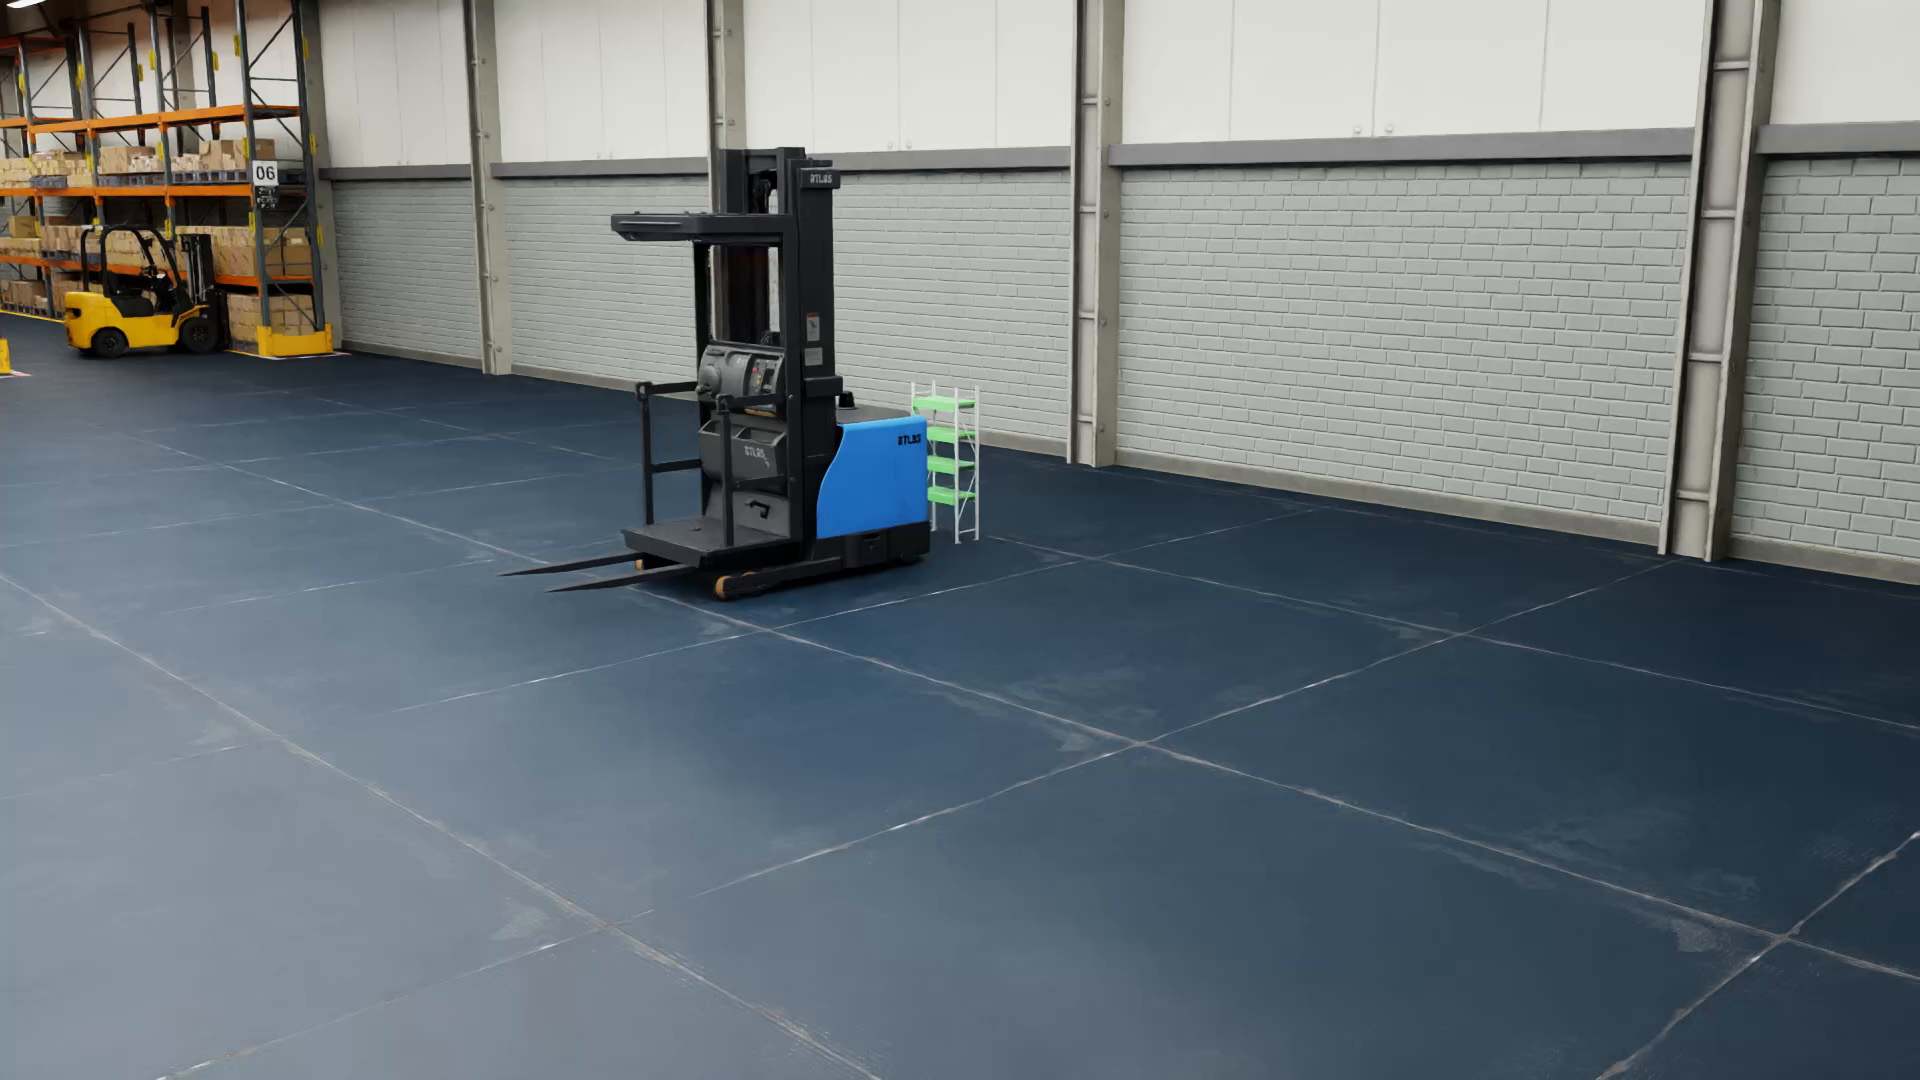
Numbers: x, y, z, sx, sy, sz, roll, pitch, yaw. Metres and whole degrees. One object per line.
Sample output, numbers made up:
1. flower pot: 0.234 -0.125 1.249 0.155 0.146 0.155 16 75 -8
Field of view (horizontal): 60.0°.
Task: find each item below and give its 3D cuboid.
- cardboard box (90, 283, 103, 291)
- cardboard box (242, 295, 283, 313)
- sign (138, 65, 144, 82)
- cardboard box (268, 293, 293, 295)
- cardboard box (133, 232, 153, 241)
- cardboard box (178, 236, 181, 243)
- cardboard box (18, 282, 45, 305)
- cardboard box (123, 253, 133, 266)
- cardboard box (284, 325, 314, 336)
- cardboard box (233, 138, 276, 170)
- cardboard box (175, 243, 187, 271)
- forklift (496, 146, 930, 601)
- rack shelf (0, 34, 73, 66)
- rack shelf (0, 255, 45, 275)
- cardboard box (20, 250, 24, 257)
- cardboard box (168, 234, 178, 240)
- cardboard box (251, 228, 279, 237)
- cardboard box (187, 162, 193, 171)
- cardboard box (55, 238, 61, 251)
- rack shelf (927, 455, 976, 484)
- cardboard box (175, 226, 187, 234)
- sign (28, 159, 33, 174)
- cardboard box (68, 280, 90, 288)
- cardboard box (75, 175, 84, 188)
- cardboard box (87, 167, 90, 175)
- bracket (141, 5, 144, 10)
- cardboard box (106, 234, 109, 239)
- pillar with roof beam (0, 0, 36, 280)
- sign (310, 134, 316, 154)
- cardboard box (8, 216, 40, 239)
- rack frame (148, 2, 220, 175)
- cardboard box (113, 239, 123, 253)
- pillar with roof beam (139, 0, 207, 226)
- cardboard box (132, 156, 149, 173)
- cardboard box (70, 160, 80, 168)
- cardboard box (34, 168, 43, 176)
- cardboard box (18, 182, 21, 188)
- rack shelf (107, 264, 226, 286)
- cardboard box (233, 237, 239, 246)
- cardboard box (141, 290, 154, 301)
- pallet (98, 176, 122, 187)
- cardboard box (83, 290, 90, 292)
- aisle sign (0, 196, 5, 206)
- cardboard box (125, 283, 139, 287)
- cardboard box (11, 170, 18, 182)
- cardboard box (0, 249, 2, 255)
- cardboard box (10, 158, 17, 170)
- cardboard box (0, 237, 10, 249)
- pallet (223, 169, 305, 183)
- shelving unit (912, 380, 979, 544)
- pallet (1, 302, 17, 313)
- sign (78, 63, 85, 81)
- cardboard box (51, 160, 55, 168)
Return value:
1. cardboard box: -17.850 -5.263 34.568 0.380 0.149 0.250 -10 15 -41
2. cardboard box: -11.834 -4.007 28.221 0.500 0.250 0.500 -10 15 -41
3. sign: -16.416 -9.353 33.300 0.100 0.325 0.005 -11 16 -43
4. cardboard box: -11.833 -4.152 28.925 0.500 0.250 0.500 -11 16 -42
5. cardboard box: -15.592 -5.814 31.841 0.250 0.149 0.380 11 16 44
6. cardboard box: -14.023 -5.501 30.325 0.380 0.149 0.250 -11 16 -43
7. cardboard box: -21.131 -5.627 37.944 0.500 0.500 0.500 -11 16 -42
8. cardboard box: -15.981 -5.481 32.454 0.500 0.250 0.500 11 16 43
9. cardboard box: -11.488 -3.592 28.686 0.500 0.250 0.500 -11 16 -42
10. cardboard box: -11.772 -6.438 27.755 0.500 0.500 0.500 -10 15 -41
11. cardboard box: -13.935 -5.166 30.304 0.500 0.500 0.500 11 16 44
12. forklift: -1.653 -1.154 11.248 3.031 2.935 1.130 -10 15 -41
13. rack shelf: -20.958 -10.891 37.020 1.077 0.370 4.000 -11 16 -43
14. rack shelf: -20.958 -6.325 37.961 1.077 0.370 4.000 -11 16 -43
15. cardboard box: -21.033 -6.501 37.657 0.380 0.149 0.250 -11 16 -43
16. cardboard box: -14.449 -5.604 30.821 0.380 0.149 0.250 -10 15 -41
17. cardboard box: -11.690 -5.169 27.977 0.380 0.149 0.250 -11 16 -42
18. cardboard box: -13.432 -6.599 29.407 0.380 0.149 0.250 -10 15 -41
19. cardboard box: -18.895 -6.269 35.199 0.396 0.266 0.258 -10 15 -40
20. rack shelf: -0.114 -0.549 12.921 0.258 0.148 0.480 -11 16 -43
21. cardboard box: -14.047 -5.642 30.273 0.380 0.149 0.250 -10 16 -41
22. sign: -19.964 -8.031 35.744 0.100 0.325 0.005 -11 16 -43
23. cardboard box: -18.890 -5.492 35.679 0.380 0.149 0.250 -11 16 -44
24. cardboard box: -17.693 -7.312 33.906 0.500 0.250 0.500 -11 16 -42
25. cardboard box: -17.399 -7.451 33.596 0.250 0.149 0.380 11 16 44
26. bracket: -15.806 -10.449 32.410 0.235 0.232 0.430 -11 16 -43
27. cardboard box: -16.808 -6.081 33.138 0.380 0.149 0.250 -10 15 -41
28. pillar with roof beam: -26.663 -9.827 38.308 9.100 9.000 0.400 -11 16 -43
29. sign: -10.885 -6.647 27.943 0.100 0.325 0.005 -11 16 -43
30. cardboard box: -21.185 -7.086 37.649 0.500 0.500 0.500 -10 16 -41
31. rack frame: -14.053 -8.156 30.199 1.000 3.000 0.127 -11 16 -43
32. cardboard box: -16.340 -5.801 32.768 0.500 0.250 0.500 -10 15 -41
33. pillar with roof beam: -18.376 -8.075 29.807 9.100 9.000 0.548 -11 16 -43
34. cardboard box: -15.259 -7.082 31.350 0.500 0.311 0.500 11 16 43
35. cardboard box: -17.987 -7.700 34.066 0.380 0.149 0.250 -11 16 -44
36. cardboard box: -19.505 -7.845 35.454 0.380 0.149 0.250 -11 16 -42
37. cardboard box: -20.715 -7.899 37.007 0.380 0.149 0.250 -10 15 -41
38. rack shelf: -15.434 -5.157 32.294 1.077 0.370 4.000 -11 16 -43
39. cardboard box: -12.228 -5.130 28.521 0.380 0.149 0.250 -11 16 -43
40. cardboard box: -15.472 -4.559 32.450 0.625 0.625 0.875 11 16 43
41. pallet: -16.282 -7.092 32.934 1.213 0.211 1.003 -10 15 -40
42. cardboard box: -17.964 -4.965 34.733 0.500 0.500 0.500 -10 15 -40
43. aisle sign: -22.599 -8.212 38.893 0.394 0.787 0.004 -11 16 -43
44. cardboard box: -17.114 -5.263 34.569 0.380 0.149 0.250 -10 15 -41
45. cardboard box: -20.804 -8.113 37.058 0.500 0.250 0.500 -10 16 -41
46. cardboard box: -22.311 -6.760 38.912 0.380 0.149 0.250 -11 16 -43
47. cardboard box: -20.801 -8.360 37.017 0.500 0.250 0.500 -11 16 -42
48. cardboard box: -21.873 -6.864 38.430 0.500 0.250 0.500 -11 16 -42
49. pallet: -11.760 -6.167 28.196 1.003 0.211 1.213 -11 16 -43
50. shelving unit: -0.114 -0.612 12.908 0.258 1.200 0.503 -11 16 -43
51. pallet: -21.736 -5.476 38.969 1.003 0.211 1.213 -11 16 -43
52. sign: -17.201 -9.159 32.557 0.100 0.325 0.005 -11 16 -43
53. cardboard box: -18.749 -7.849 34.737 0.380 0.149 0.250 -11 16 -42
